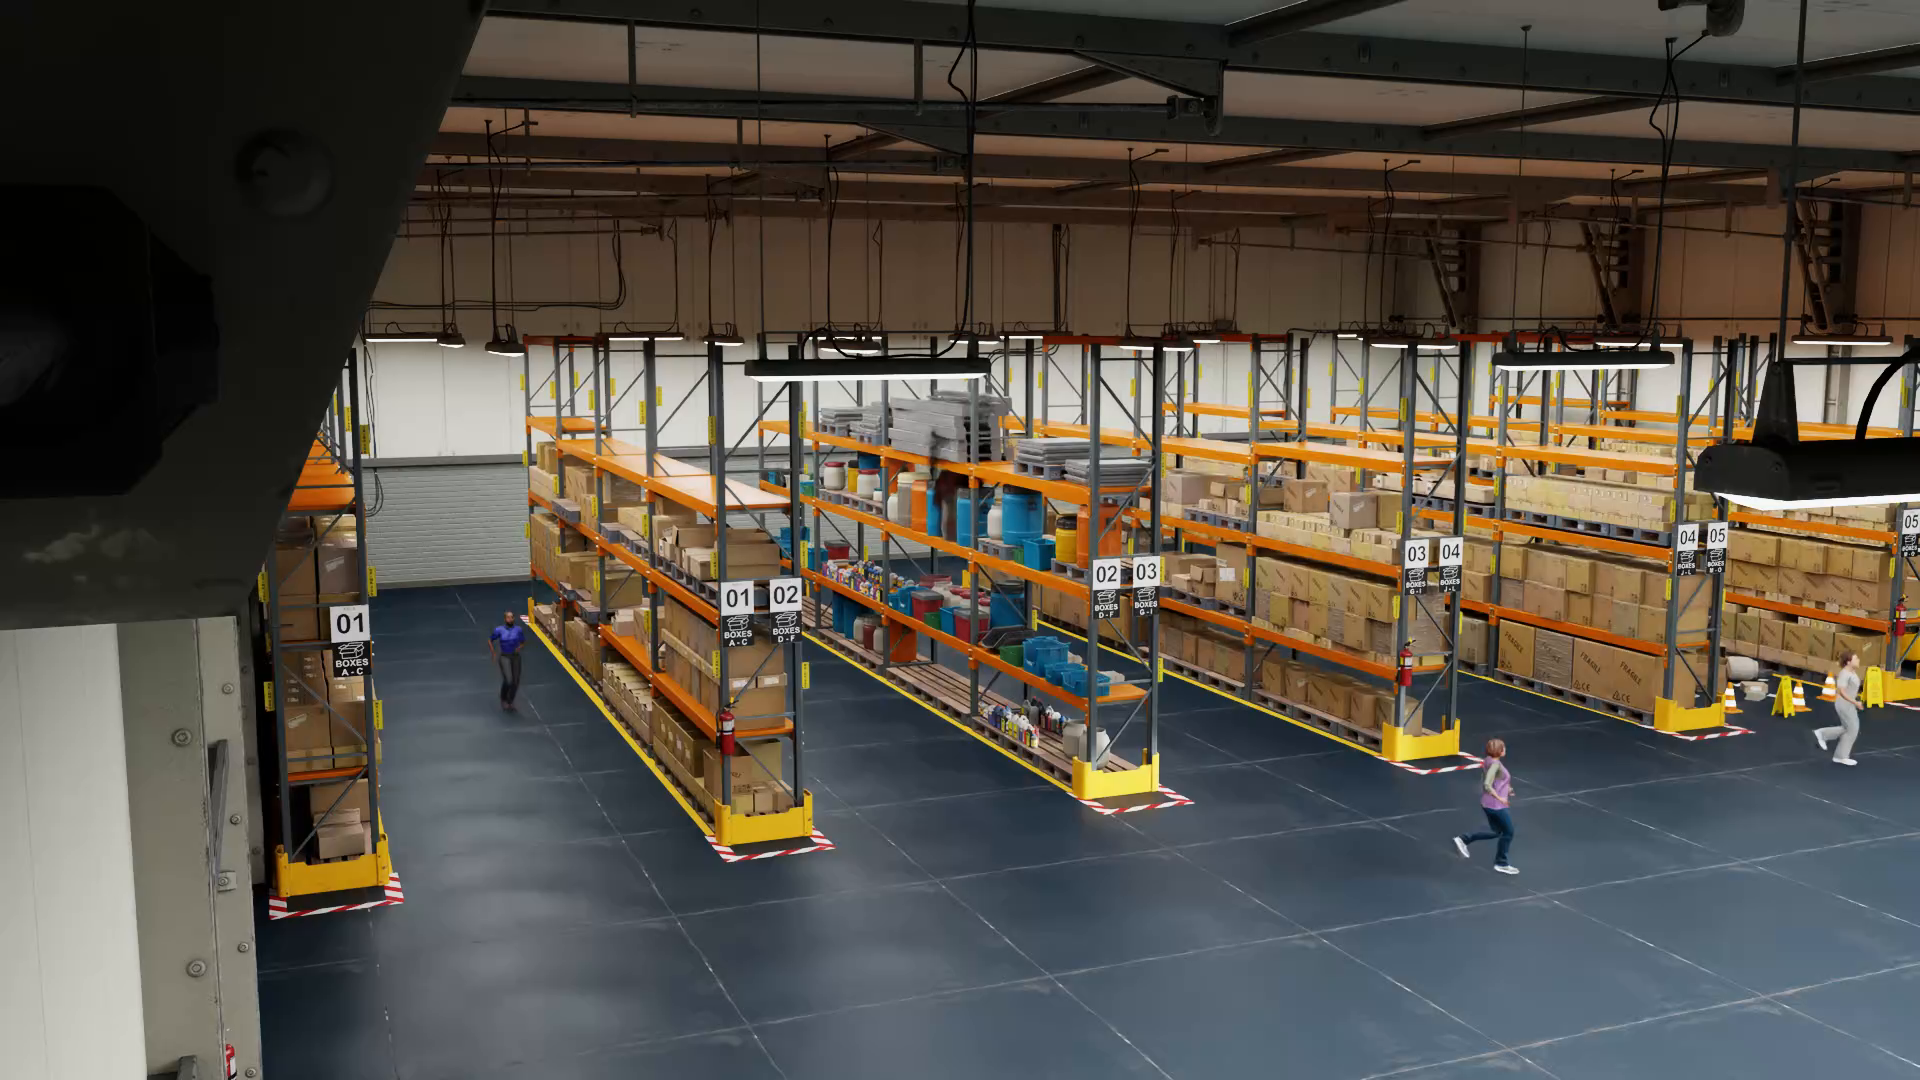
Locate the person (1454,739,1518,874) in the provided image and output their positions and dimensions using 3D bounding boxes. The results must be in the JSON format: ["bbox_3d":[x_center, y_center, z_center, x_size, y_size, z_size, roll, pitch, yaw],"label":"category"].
[{"bbox_3d":[6.057,3.047,19.025,0.732,1.584,0.541,1,8,4],"label":"person"}]

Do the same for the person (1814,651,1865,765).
[{"bbox_3d":[12.576,2.378,23.745,0.643,1.642,0.549,5,9,34],"label":"person"}]

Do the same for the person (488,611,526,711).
[{"bbox_3d":[-7.264,1.959,26.833,0.550,1.614,0.646,-5,9,-31],"label":"person"}]
